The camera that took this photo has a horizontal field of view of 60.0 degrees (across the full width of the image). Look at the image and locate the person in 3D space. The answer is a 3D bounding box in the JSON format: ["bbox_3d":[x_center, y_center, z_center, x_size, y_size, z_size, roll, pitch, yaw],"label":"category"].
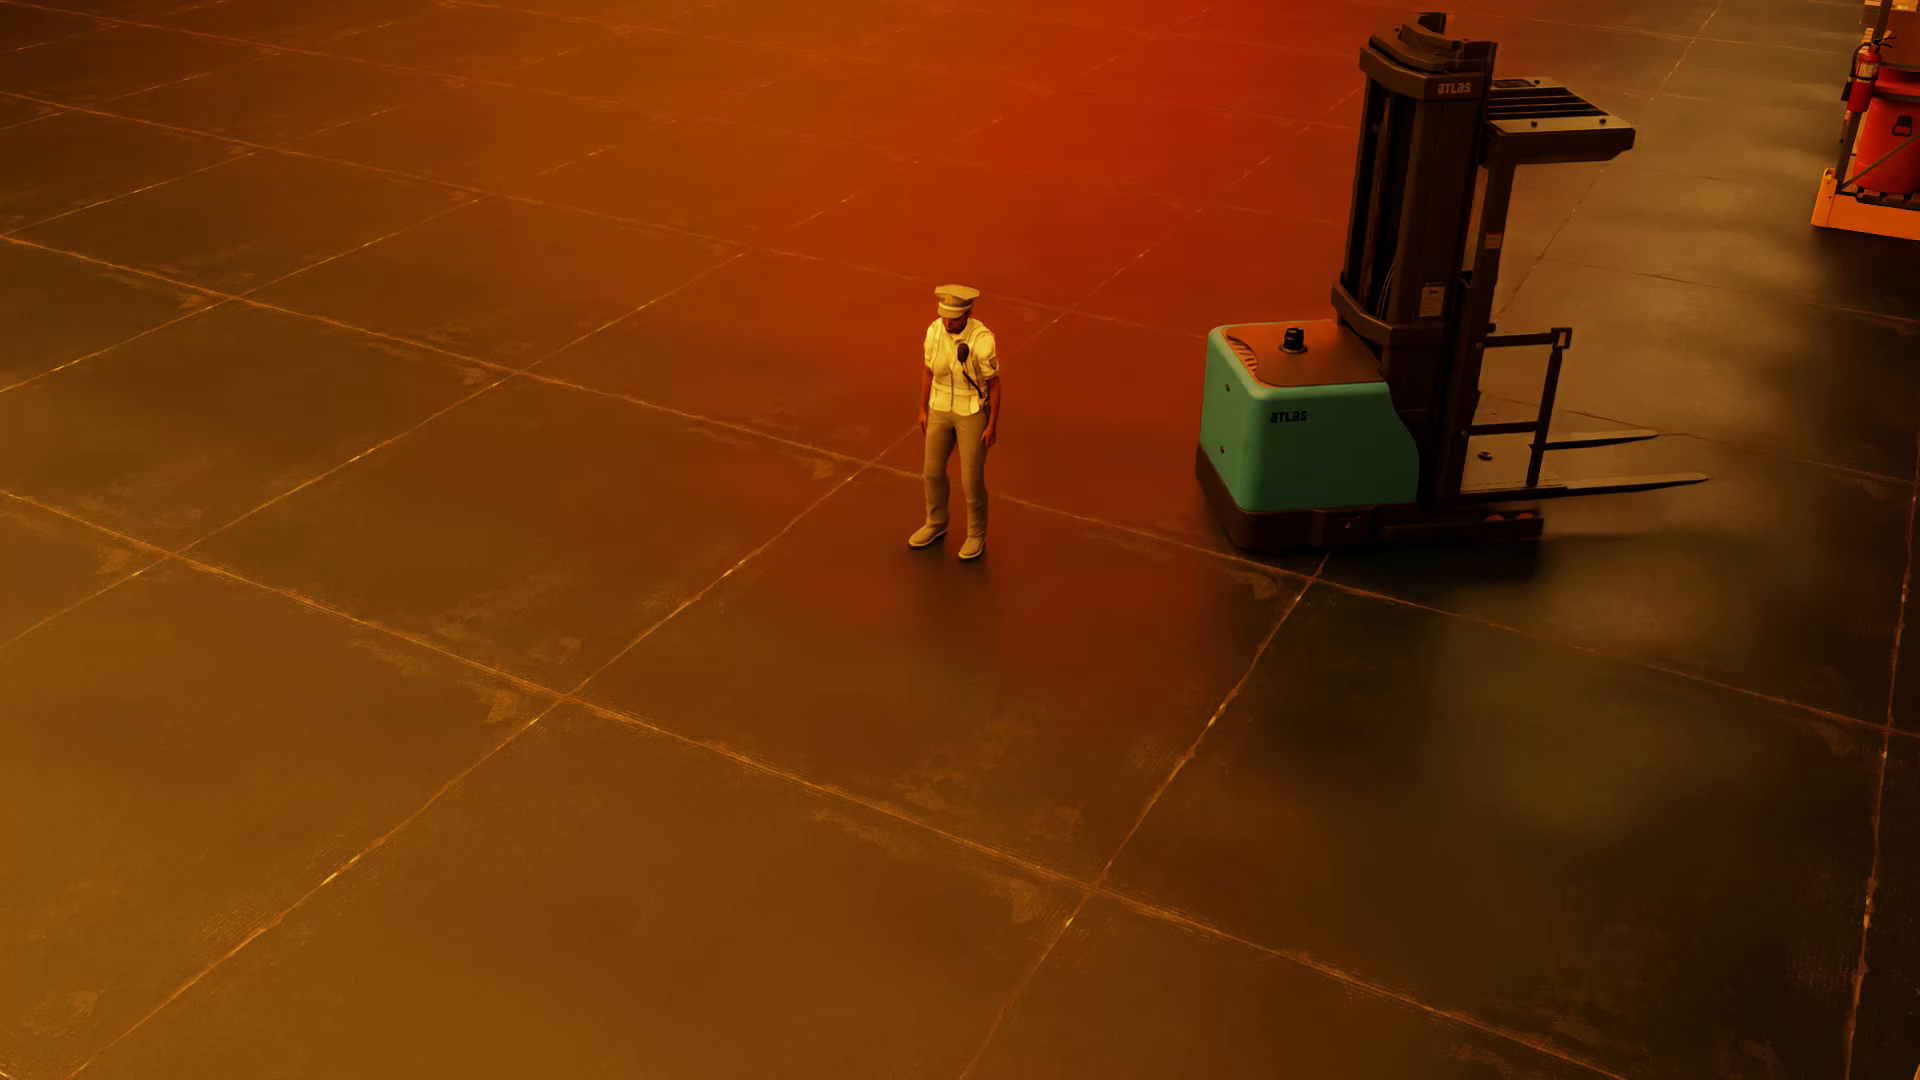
[{"bbox_3d":[-0.018,-0.701,9.562,0.513,1.657,0.393,14,33,23],"label":"person"}]

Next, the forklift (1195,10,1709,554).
[{"bbox_3d":[3.054,-1.511,9.688,3.031,2.935,1.130,-4,30,-7],"label":"forklift"}]
